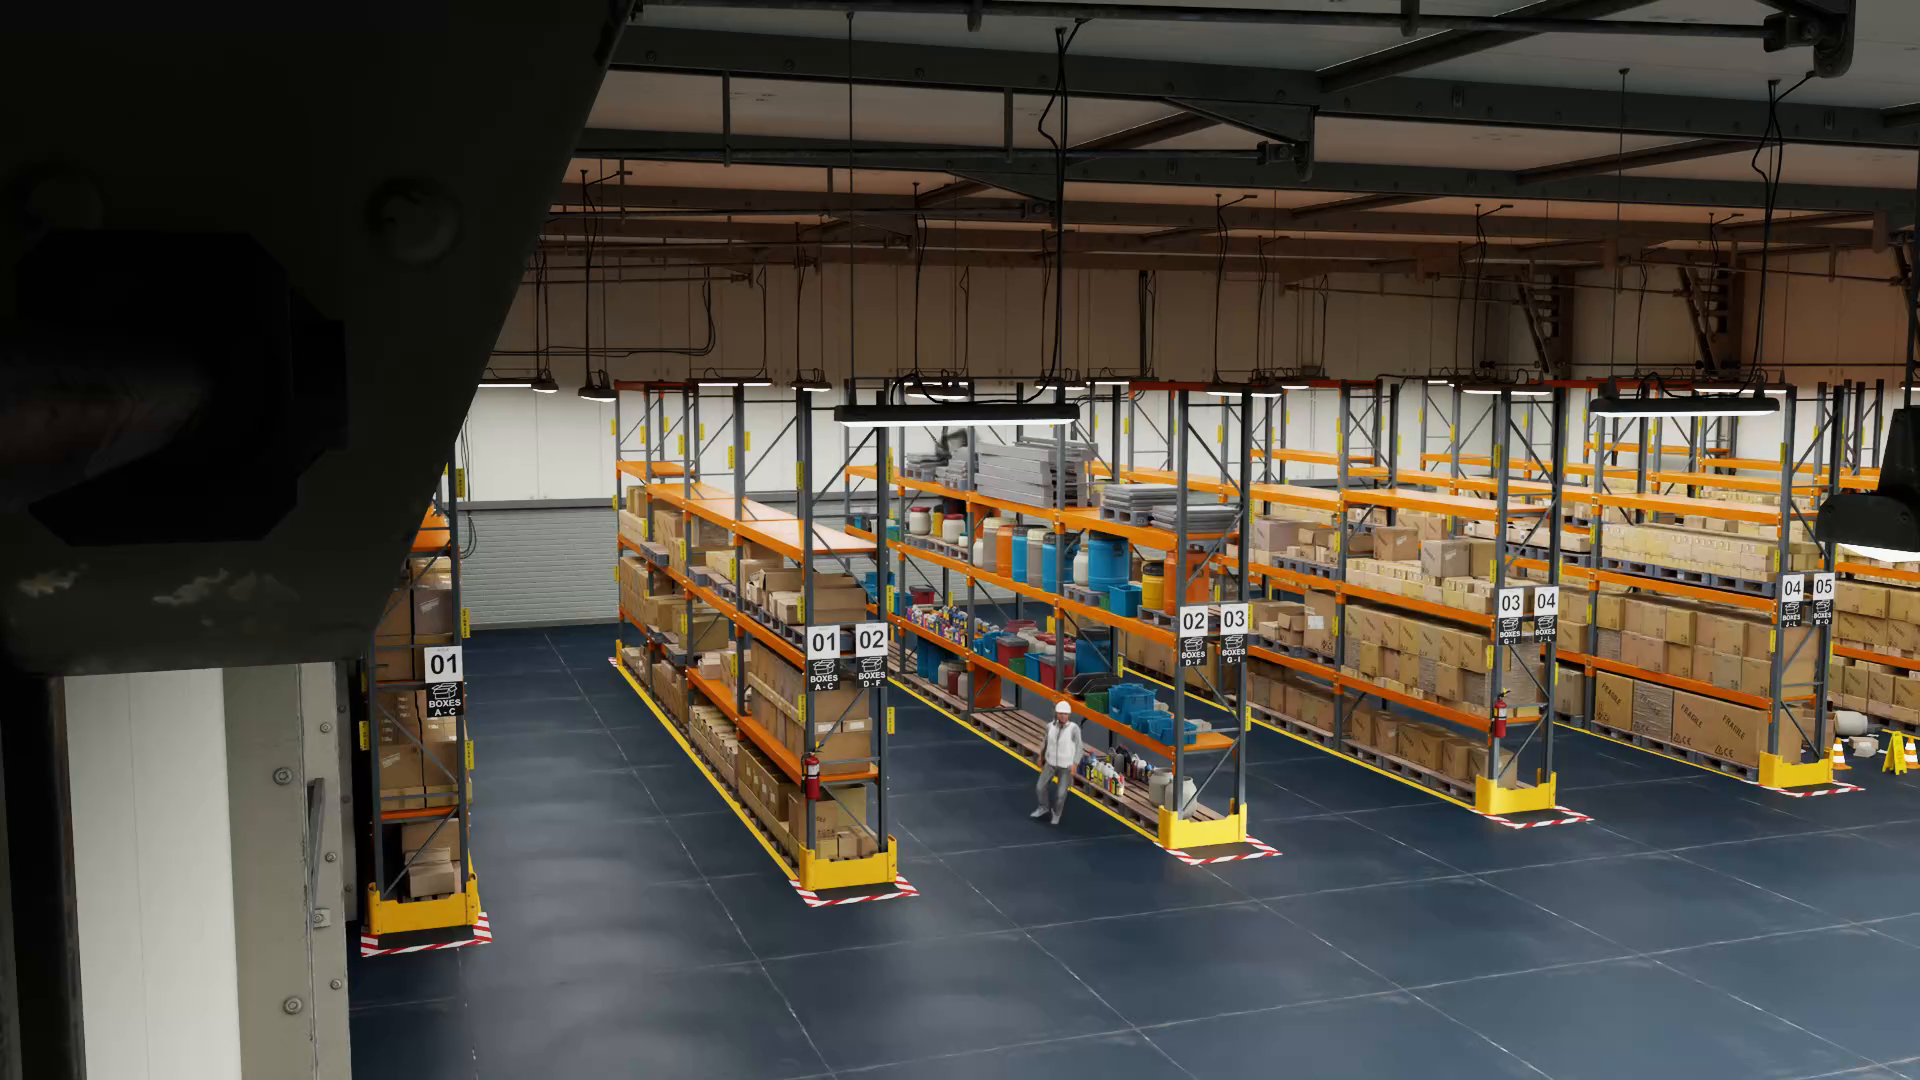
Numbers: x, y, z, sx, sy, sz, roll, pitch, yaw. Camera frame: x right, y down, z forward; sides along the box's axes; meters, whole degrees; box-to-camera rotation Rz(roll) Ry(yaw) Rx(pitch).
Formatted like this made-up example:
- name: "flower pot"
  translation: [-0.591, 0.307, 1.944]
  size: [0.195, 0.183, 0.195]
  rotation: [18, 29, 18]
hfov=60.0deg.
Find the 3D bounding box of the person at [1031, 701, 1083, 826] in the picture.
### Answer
- name: "person"
  translation: [1.332, 3.072, 22.879]
  size: [0.769, 1.771, 0.473]
  rotation: [2, 6, 21]
